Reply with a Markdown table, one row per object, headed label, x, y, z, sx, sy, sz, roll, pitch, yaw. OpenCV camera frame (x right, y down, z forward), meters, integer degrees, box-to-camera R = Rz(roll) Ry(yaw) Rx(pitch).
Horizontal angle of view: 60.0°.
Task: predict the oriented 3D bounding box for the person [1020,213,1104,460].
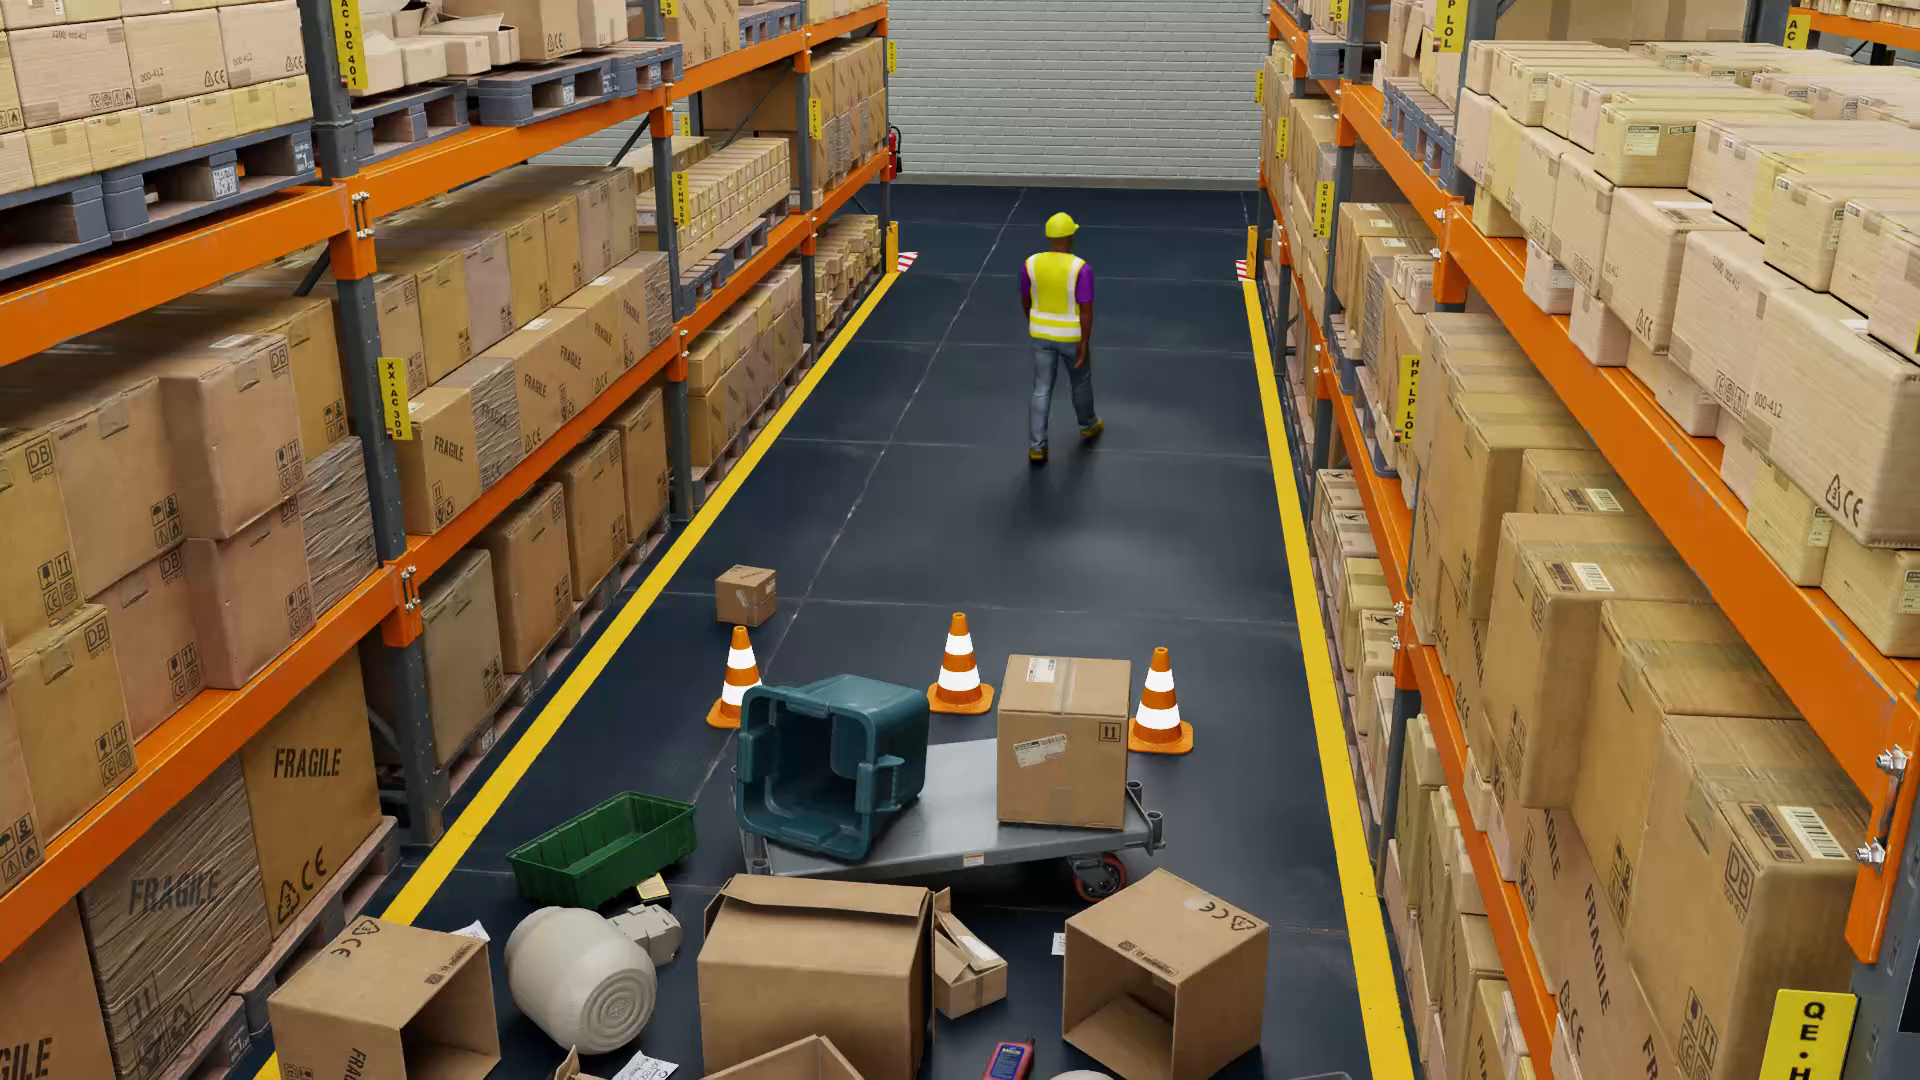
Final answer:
| label | x | y | z | sx | sy | sz | roll | pitch | yaw |
| --- | --- | --- | --- | --- | --- | --- | --- | --- | --- |
| person | 0.736 | -1.516 | 11.954 | 0.582 | 1.707 | 1.007 | 8 | 22 | 20 |
